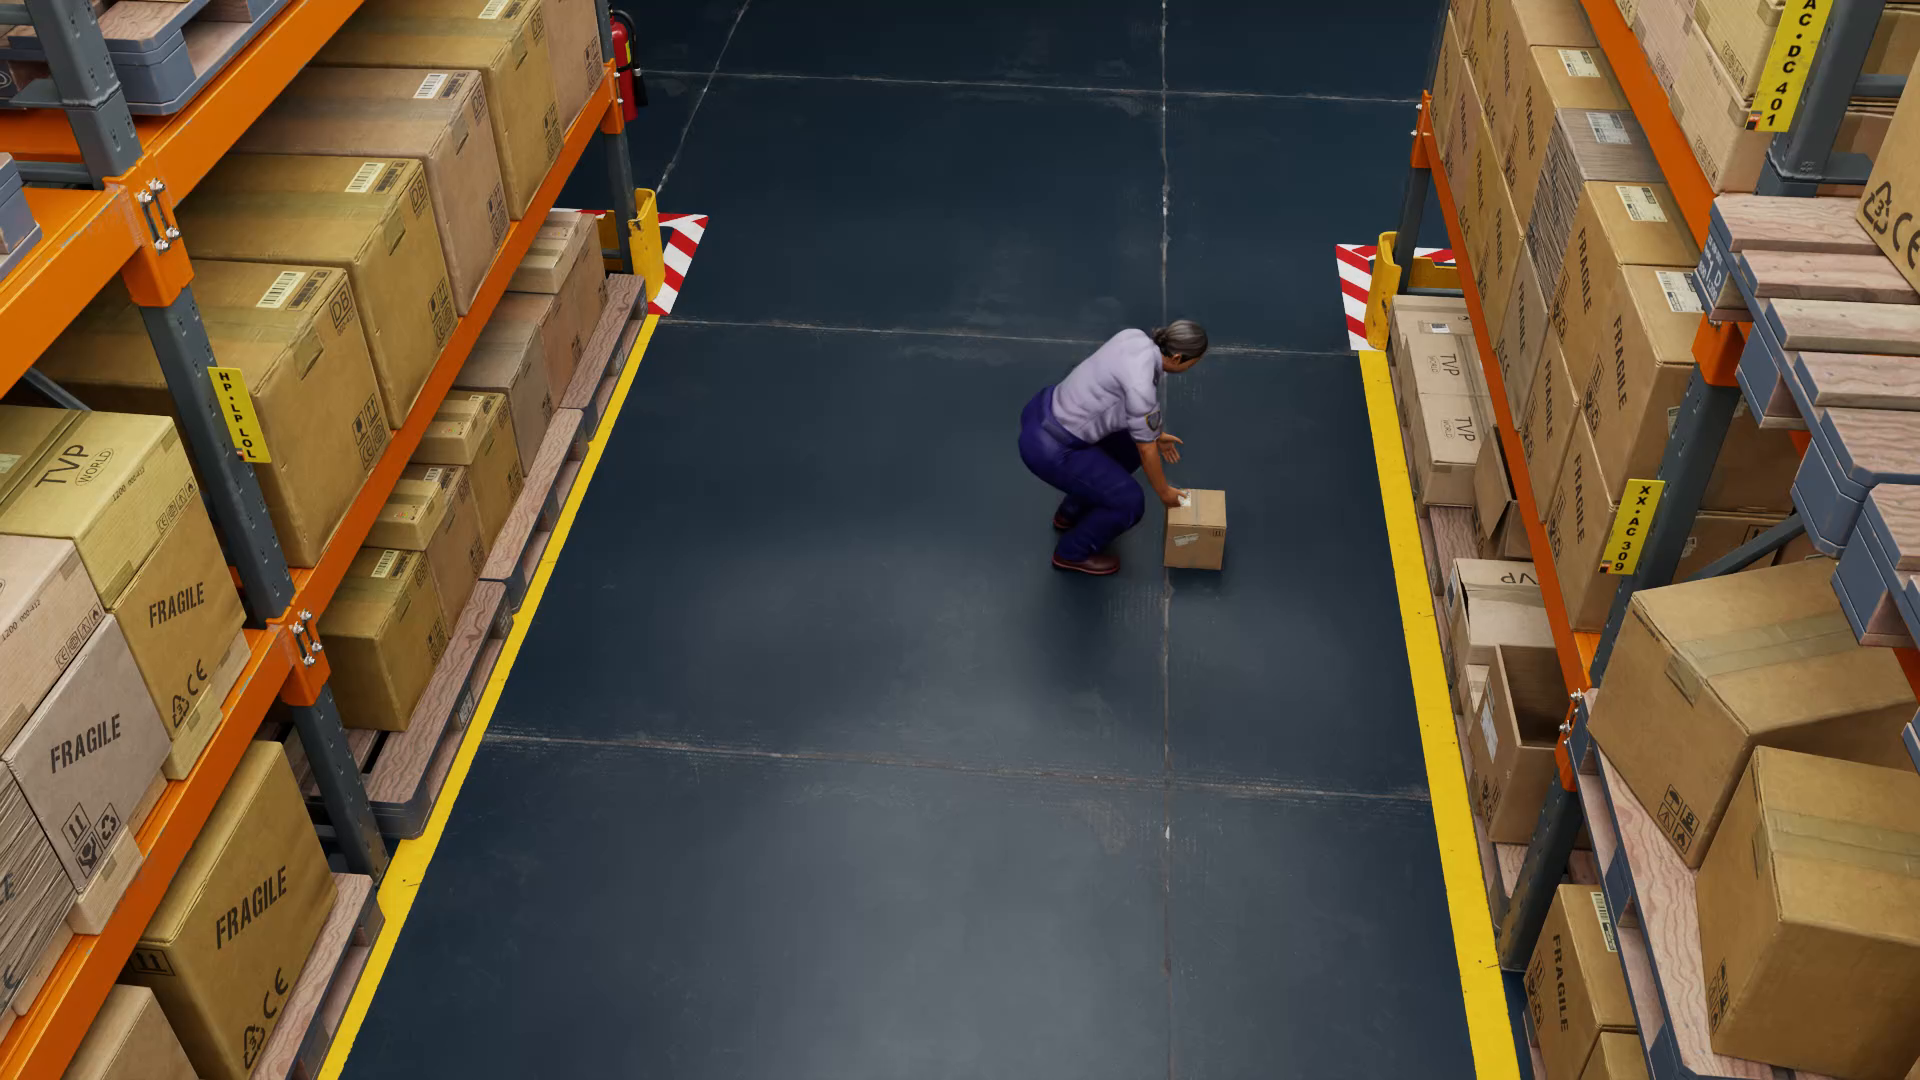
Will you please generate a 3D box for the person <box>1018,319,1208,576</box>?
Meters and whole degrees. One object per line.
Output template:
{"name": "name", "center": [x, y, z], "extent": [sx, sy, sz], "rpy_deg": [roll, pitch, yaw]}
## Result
{"name": "person", "center": [0.627, -0.435, 7.057], "extent": [0.752, 1.169, 0.540], "rpy_deg": [3, 40, 4]}
